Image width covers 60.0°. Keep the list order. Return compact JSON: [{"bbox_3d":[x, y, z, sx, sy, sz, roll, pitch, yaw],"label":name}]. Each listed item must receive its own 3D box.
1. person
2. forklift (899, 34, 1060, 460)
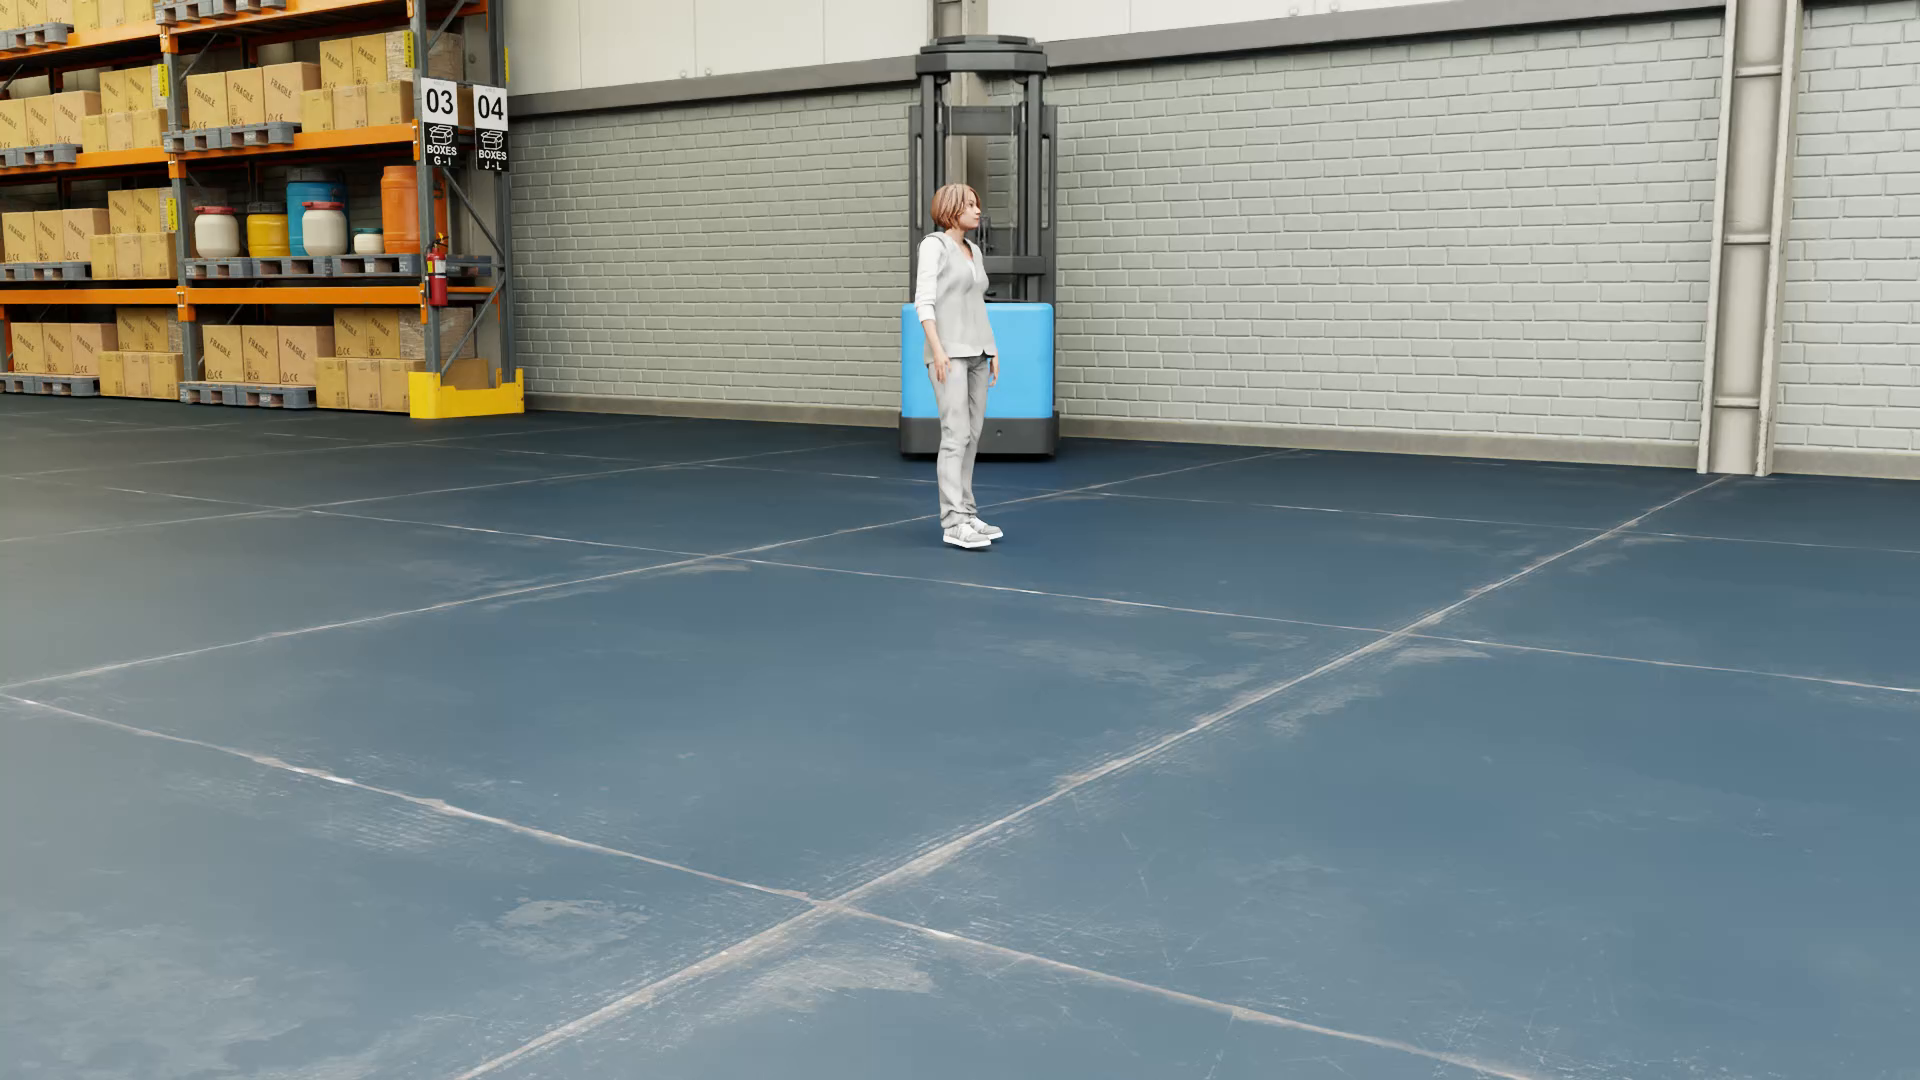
[{"bbox_3d":[0.054,-0.791,7.437,0.473,1.599,0.520,5,10,34],"label":"person"},{"bbox_3d":[0.179,-2.175,12.485,1.130,2.935,3.031,0,8,3],"label":"forklift"}]
